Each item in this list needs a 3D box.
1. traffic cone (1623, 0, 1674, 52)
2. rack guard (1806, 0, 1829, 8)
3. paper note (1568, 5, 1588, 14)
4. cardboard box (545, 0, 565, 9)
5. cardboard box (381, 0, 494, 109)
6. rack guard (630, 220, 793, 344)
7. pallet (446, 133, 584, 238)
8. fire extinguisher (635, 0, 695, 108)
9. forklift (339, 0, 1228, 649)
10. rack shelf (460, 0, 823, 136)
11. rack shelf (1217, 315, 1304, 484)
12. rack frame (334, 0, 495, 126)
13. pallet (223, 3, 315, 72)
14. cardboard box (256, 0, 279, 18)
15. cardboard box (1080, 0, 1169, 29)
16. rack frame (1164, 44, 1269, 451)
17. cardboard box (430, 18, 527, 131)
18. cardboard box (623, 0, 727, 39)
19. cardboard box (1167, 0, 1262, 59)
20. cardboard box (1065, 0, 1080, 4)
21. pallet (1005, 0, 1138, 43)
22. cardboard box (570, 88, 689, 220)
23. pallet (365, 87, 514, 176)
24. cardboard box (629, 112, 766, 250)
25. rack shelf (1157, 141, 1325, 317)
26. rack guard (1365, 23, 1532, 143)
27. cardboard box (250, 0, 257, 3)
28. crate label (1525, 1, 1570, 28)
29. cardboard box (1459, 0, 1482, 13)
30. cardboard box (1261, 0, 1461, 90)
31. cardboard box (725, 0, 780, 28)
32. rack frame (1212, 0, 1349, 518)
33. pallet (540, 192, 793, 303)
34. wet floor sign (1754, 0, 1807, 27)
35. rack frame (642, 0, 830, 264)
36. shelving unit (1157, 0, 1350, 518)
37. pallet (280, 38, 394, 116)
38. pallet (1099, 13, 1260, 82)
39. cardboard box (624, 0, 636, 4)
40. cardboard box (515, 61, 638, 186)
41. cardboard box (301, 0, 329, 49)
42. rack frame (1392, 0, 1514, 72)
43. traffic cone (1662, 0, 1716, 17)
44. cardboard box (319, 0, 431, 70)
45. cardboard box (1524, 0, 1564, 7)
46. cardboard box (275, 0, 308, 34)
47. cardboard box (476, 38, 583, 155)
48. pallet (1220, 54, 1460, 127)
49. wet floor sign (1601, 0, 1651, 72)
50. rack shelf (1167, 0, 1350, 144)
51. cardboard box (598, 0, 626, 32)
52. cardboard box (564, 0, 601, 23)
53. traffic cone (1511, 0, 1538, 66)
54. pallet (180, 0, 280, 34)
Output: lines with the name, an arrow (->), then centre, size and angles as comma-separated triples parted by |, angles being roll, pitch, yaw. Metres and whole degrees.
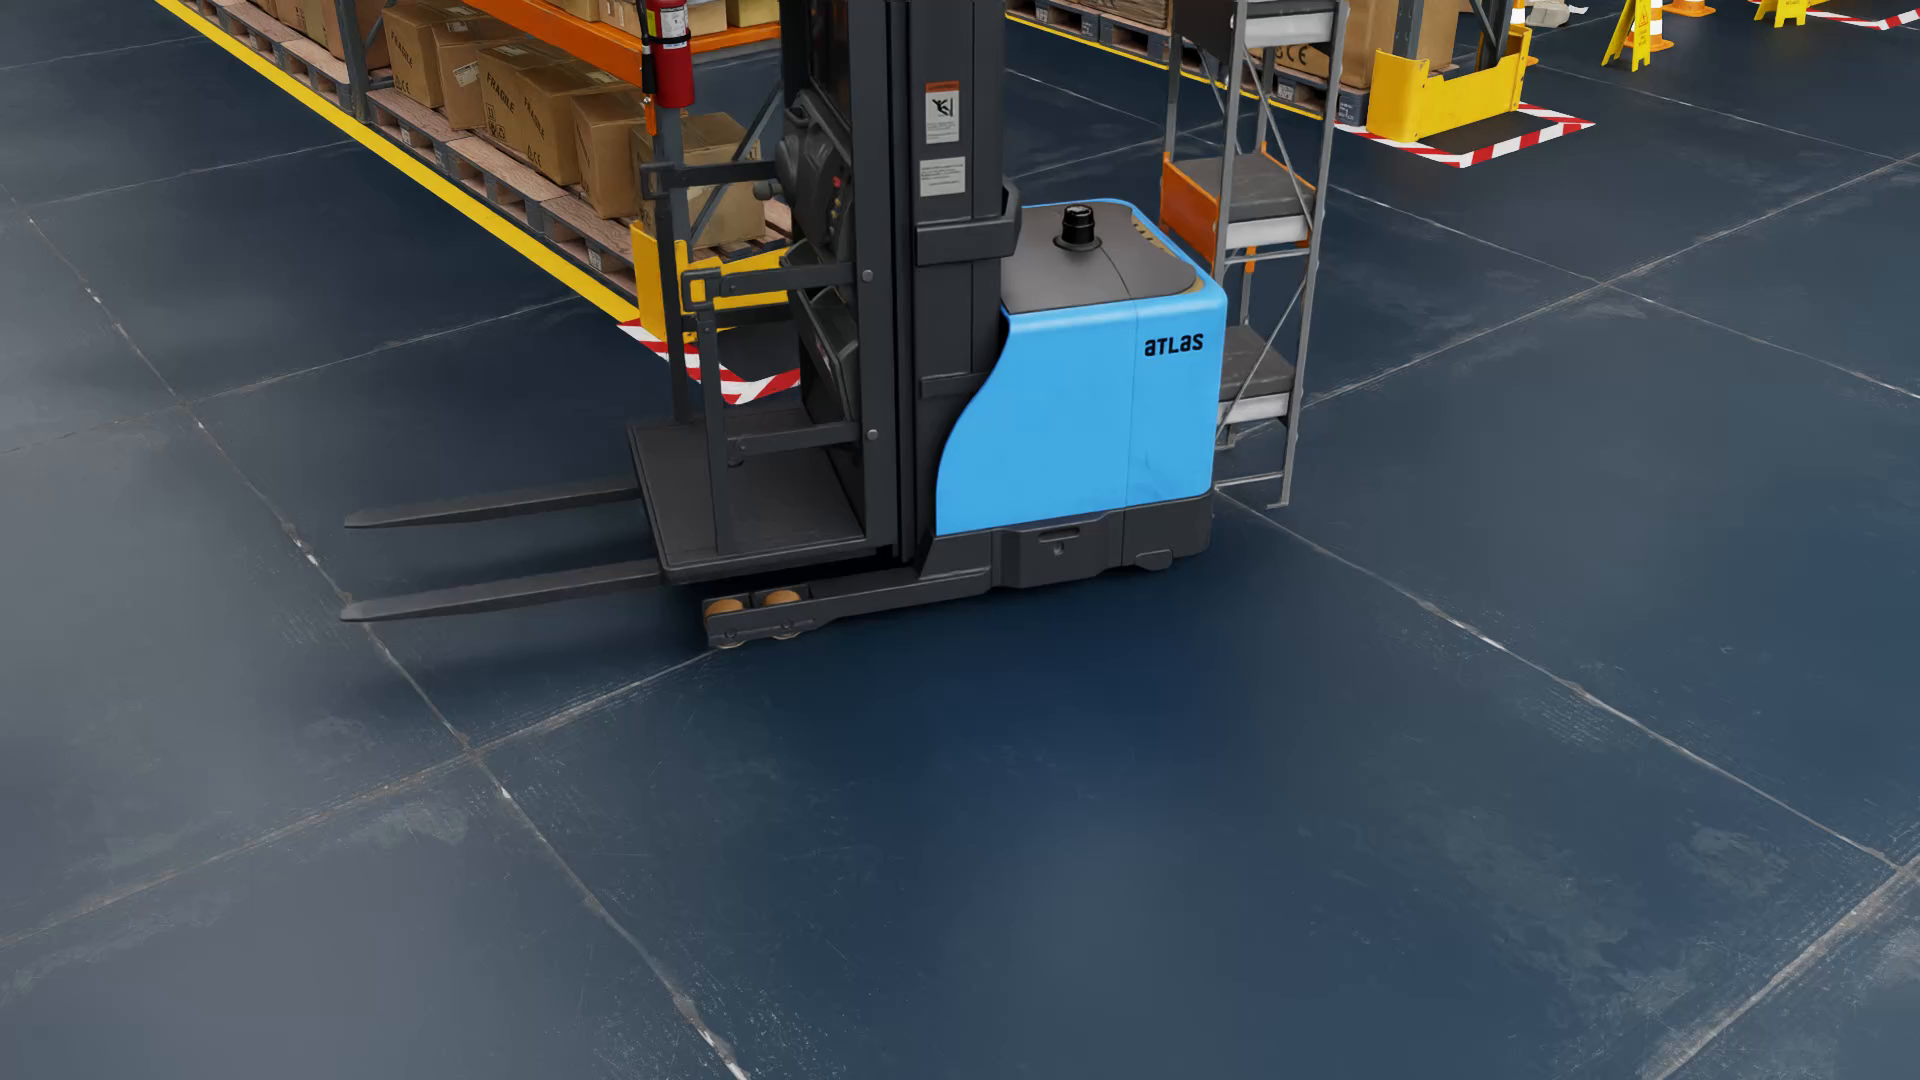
traffic cone -> 4.948, -3.783, 11.902 | 0.336, 0.463, 0.334 | -22, 38, -31
rack guard -> 6.852, -4.569, 13.133 | 1.175, 0.500, 0.348 | -22, 38, -31
paper note -> 4.747, -4.088, 12.804 | 0.142, 0.019, 0.148 | 18, 36, 27
cardboard box -> -1.755, -2.640, 7.895 | 0.380, 0.149, 0.250 | -22, 38, -31
cardboard box -> -3.168, -2.997, 10.204 | 0.500, 0.500, 0.500 | -24, 39, -33
rack guard -> -0.976, -1.363, 7.971 | 1.175, 0.500, 0.348 | -22, 38, -31
pallet -> -2.190, -2.099, 9.429 | 1.003, 0.211, 1.213 | -22, 38, -31
fire extinguisher -> -1.223, -2.164, 6.964 | 0.296, 0.674, 0.183 | -22, 38, -31
forklift -> -0.658, -1.187, 5.383 | 3.031, 2.935, 1.130 | -9, 33, -14
rack shelf -> -2.156, -2.921, 8.792 | 1.077, 0.370, 4.000 | -22, 38, -31
rack shelf -> 1.011, -0.515, 6.441 | 0.431, 0.518, 0.480 | -9, 33, -14
rack frame -> -3.382, -4.060, 9.945 | 1.000, 3.000, 0.127 | -22, 38, -31
pallet -> -4.613, -3.709, 12.021 | 1.003, 0.211, 1.213 | -22, 38, -31
cardboard box -> -4.705, -4.119, 11.991 | 0.700, 0.500, 0.500 | -19, 37, -28
cardboard box -> 1.484, -4.240, 11.849 | 0.875, 0.875, 0.875 | -22, 38, -31
rack frame -> 0.939, -1.244, 6.263 | 0.400, 2.100, 0.015 | -9, 33, -14
cardboard box -> -2.811, -2.761, 9.824 | 0.500, 0.500, 0.500 | -11, 33, -16
cardboard box -> -1.267, -2.339, 7.411 | 0.380, 0.149, 0.250 | -22, 38, -31
cardboard box -> 2.042, -3.859, 11.236 | 0.875, 0.875, 0.875 | -23, 39, -32
cardboard box -> 0.928, -4.614, 12.452 | 0.875, 0.875, 0.875 | -22, 38, -31
pallet -> 1.002, -4.096, 12.645 | 1.003, 0.211, 1.213 | -22, 38, -31
cardboard box -> -1.692, -2.014, 8.620 | 0.500, 0.500, 0.500 | -12, 34, -19
pallet -> -2.942, -2.607, 10.248 | 1.003, 0.211, 1.213 | -22, 38, -31
cardboard box -> -1.299, -1.776, 8.237 | 0.500, 0.500, 0.500 | -15, 35, -23
rack shelf -> 1.011, -1.109, 6.072 | 0.431, 0.518, 0.480 | -9, 33, -14
rack guard -> 3.066, -2.884, 10.420 | 1.175, 0.500, 0.348 | -22, 38, -31
cardboard box -> -5.058, -4.353, 12.367 | 0.700, 0.500, 0.500 | -26, 40, -35
crate label -> 4.417, -3.952, 12.484 | 0.298, 0.136, 0.250 | 12, 34, 19
cardboard box -> 3.822, -4.452, 12.941 | 0.637, 0.503, 0.797 | 6, 32, 10
cardboard box -> 2.583, -3.493, 10.647 | 0.875, 0.875, 0.875 | -22, 38, -31
cardboard box -> -0.916, -2.483, 7.642 | 0.380, 0.149, 0.250 | -22, 38, -31
rack frame -> 1.082, -0.998, 5.866 | 0.400, 2.100, 0.015 | -9, 33, -14
pallet -> -1.446, -1.591, 8.611 | 1.003, 0.211, 1.213 | -22, 38, -31
wet floor sign -> 6.170, -4.174, 12.359 | 0.267, 0.644, 0.232 | -10, 33, -15
rack frame -> -0.929, -2.393, 7.261 | 1.000, 3.000, 0.127 | -22, 38, -31
shelving unit -> 1.011, -1.121, 6.065 | 0.431, 2.100, 0.503 | -9, 33, -14
pallet -> -3.861, -3.200, 11.202 | 1.003, 0.211, 1.213 | -22, 38, -31
pallet -> 1.755, -3.587, 11.826 | 1.003, 0.211, 1.213 | -22, 38, -31
cardboard box -> -1.245, -2.800, 7.539 | 0.875, 0.500, 0.500 | -22, 38, -31
cardboard box -> -2.061, -2.281, 9.050 | 0.500, 0.500, 0.500 | -19, 36, -27
cardboard box -> -4.019, -3.653, 11.241 | 0.700, 0.500, 0.500 | -23, 38, -32
rack frame -> 3.051, -3.956, 9.777 | 1.000, 3.000, 0.127 | -22, 38, -31
traffic cone -> 5.616, -4.284, 12.709 | 0.336, 0.463, 0.334 | -22, 38, -31
cardboard box -> -3.742, -3.448, 10.911 | 0.700, 0.500, 0.500 | -26, 40, -35
cardboard box -> 4.500, -4.281, 13.002 | 0.380, 0.149, 0.250 | -4, 32, -7
cardboard box -> -4.363, -3.886, 11.616 | 0.700, 0.500, 0.500 | -26, 40, -35
cardboard box -> -2.368, -2.528, 9.448 | 0.500, 0.500, 0.500 | -26, 40, -35
pallet -> 2.499, -3.079, 11.008 | 1.003, 0.211, 1.213 | -22, 38, -31
wet floor sign -> 4.633, -3.584, 11.410 | 0.232, 0.644, 0.267 | 26, 40, 35
rack shelf -> 1.011, -1.704, 5.703 | 0.431, 0.518, 0.480 | -9, 33, -14
cardboard box -> -1.420, -2.443, 7.579 | 0.380, 0.149, 0.250 | -22, 38, -31
cardboard box -> -1.614, -2.531, 7.720 | 0.380, 0.149, 0.250 | -22, 38, -31
traffic cone -> 3.847, -3.559, 11.542 | 0.336, 0.463, 0.334 | -22, 38, -31
pallet -> -5.357, -4.217, 12.839 | 1.003, 0.211, 1.213 | -22, 38, -31
